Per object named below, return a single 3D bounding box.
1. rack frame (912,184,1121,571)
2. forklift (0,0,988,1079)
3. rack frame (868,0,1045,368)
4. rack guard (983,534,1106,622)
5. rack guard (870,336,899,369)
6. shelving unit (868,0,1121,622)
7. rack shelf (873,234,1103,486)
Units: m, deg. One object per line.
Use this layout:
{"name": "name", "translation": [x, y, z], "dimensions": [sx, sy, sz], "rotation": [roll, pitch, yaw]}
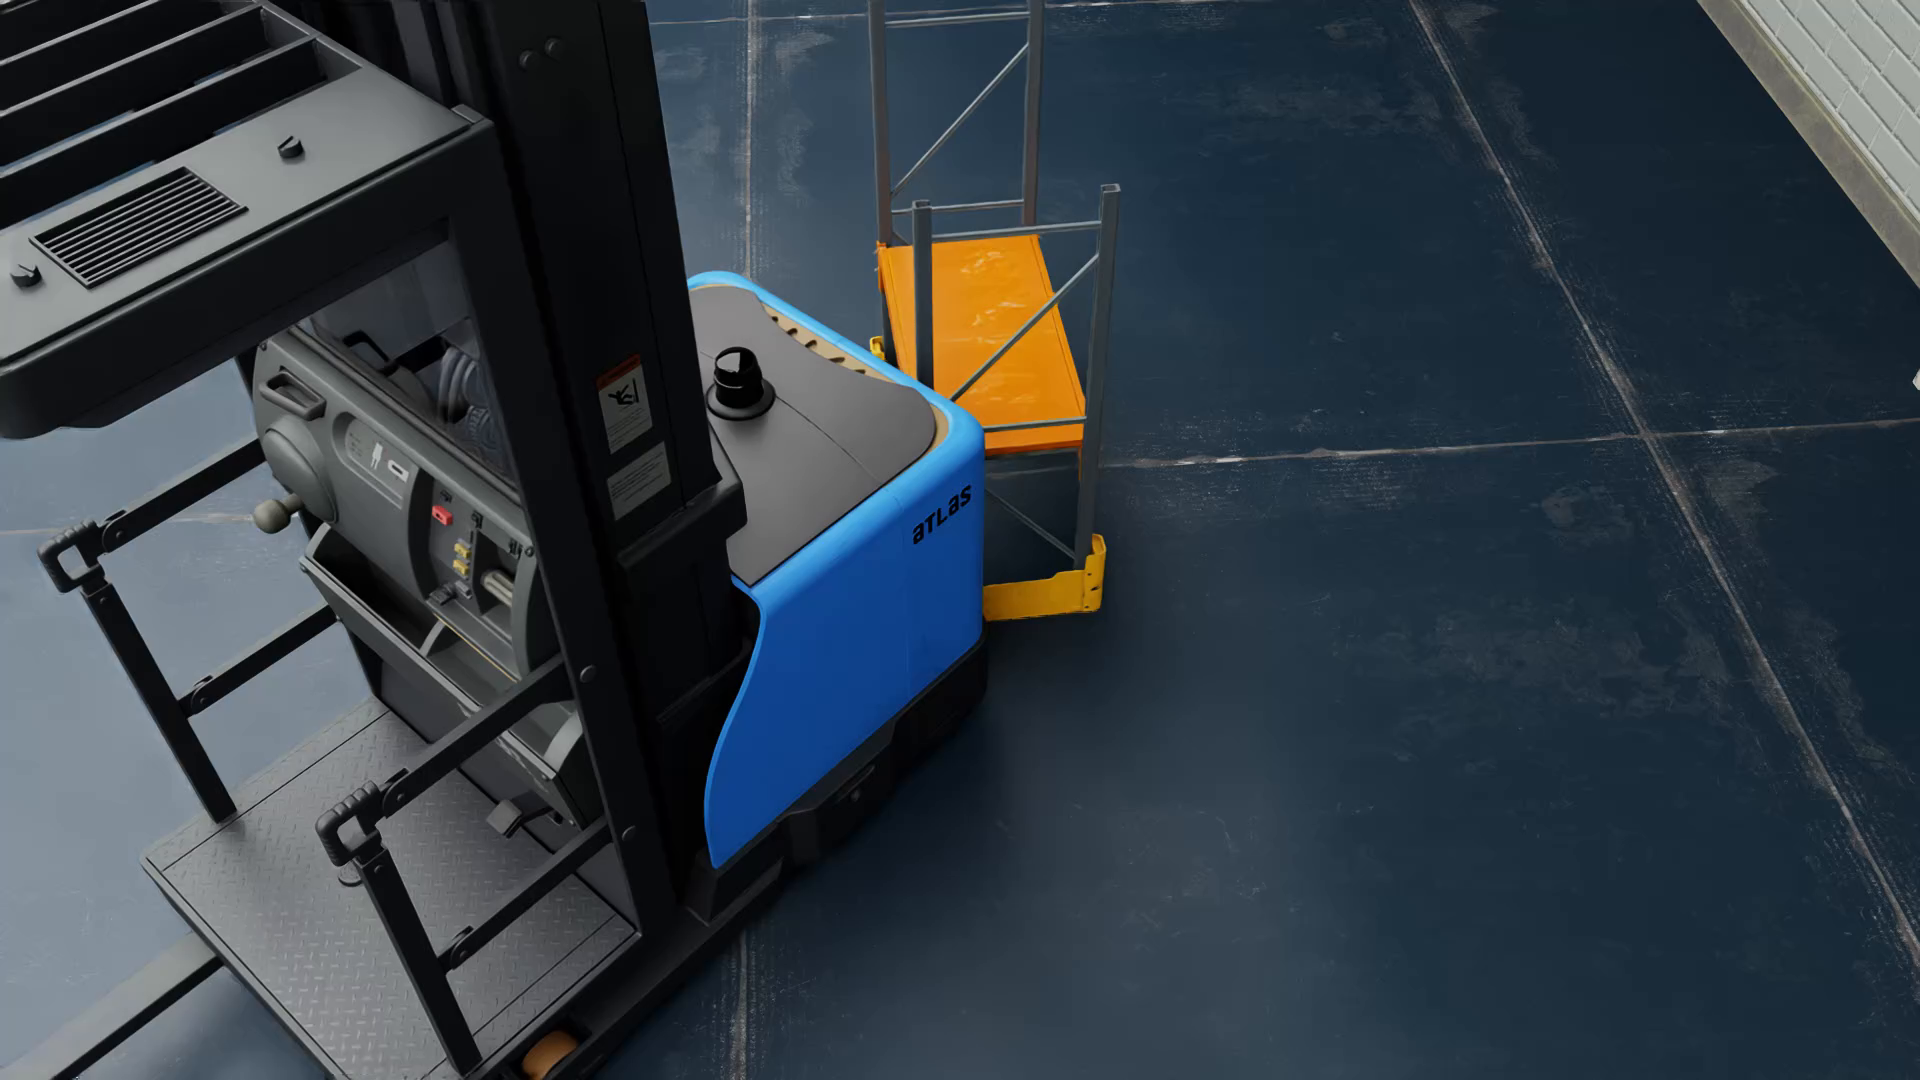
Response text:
{"name": "rack frame", "translation": [0.135, -0.303, 4.504], "dimensions": [0.500, 1.500, 0.032], "rotation": [-6, 47, -6]}
{"name": "forklift", "translation": [-1.278, 0.010, 3.222], "dimensions": [1.130, 2.935, 3.031], "rotation": [33, 55, 27]}
{"name": "rack frame", "translation": [-0.009, -1.034, 5.196], "dimensions": [0.500, 1.500, 0.032], "rotation": [-6, 47, -6]}
{"name": "rack guard", "translation": [0.135, 0.126, 4.959], "dimensions": [0.587, 0.250, 0.087], "rotation": [-6, 47, -6]}
{"name": "rack guard", "translation": [-0.006, -0.590, 5.637], "dimensions": [0.587, 0.250, 0.087], "rotation": [-6, 47, -6]}
{"name": "shelving unit", "translation": [0.064, -0.662, 4.844], "dimensions": [0.587, 1.500, 1.083], "rotation": [-6, 47, -6]}
{"name": "rack shelf", "translation": [0.063, -0.545, 4.981], "dimensions": [0.538, 0.185, 1.000], "rotation": [-6, 47, -6]}
